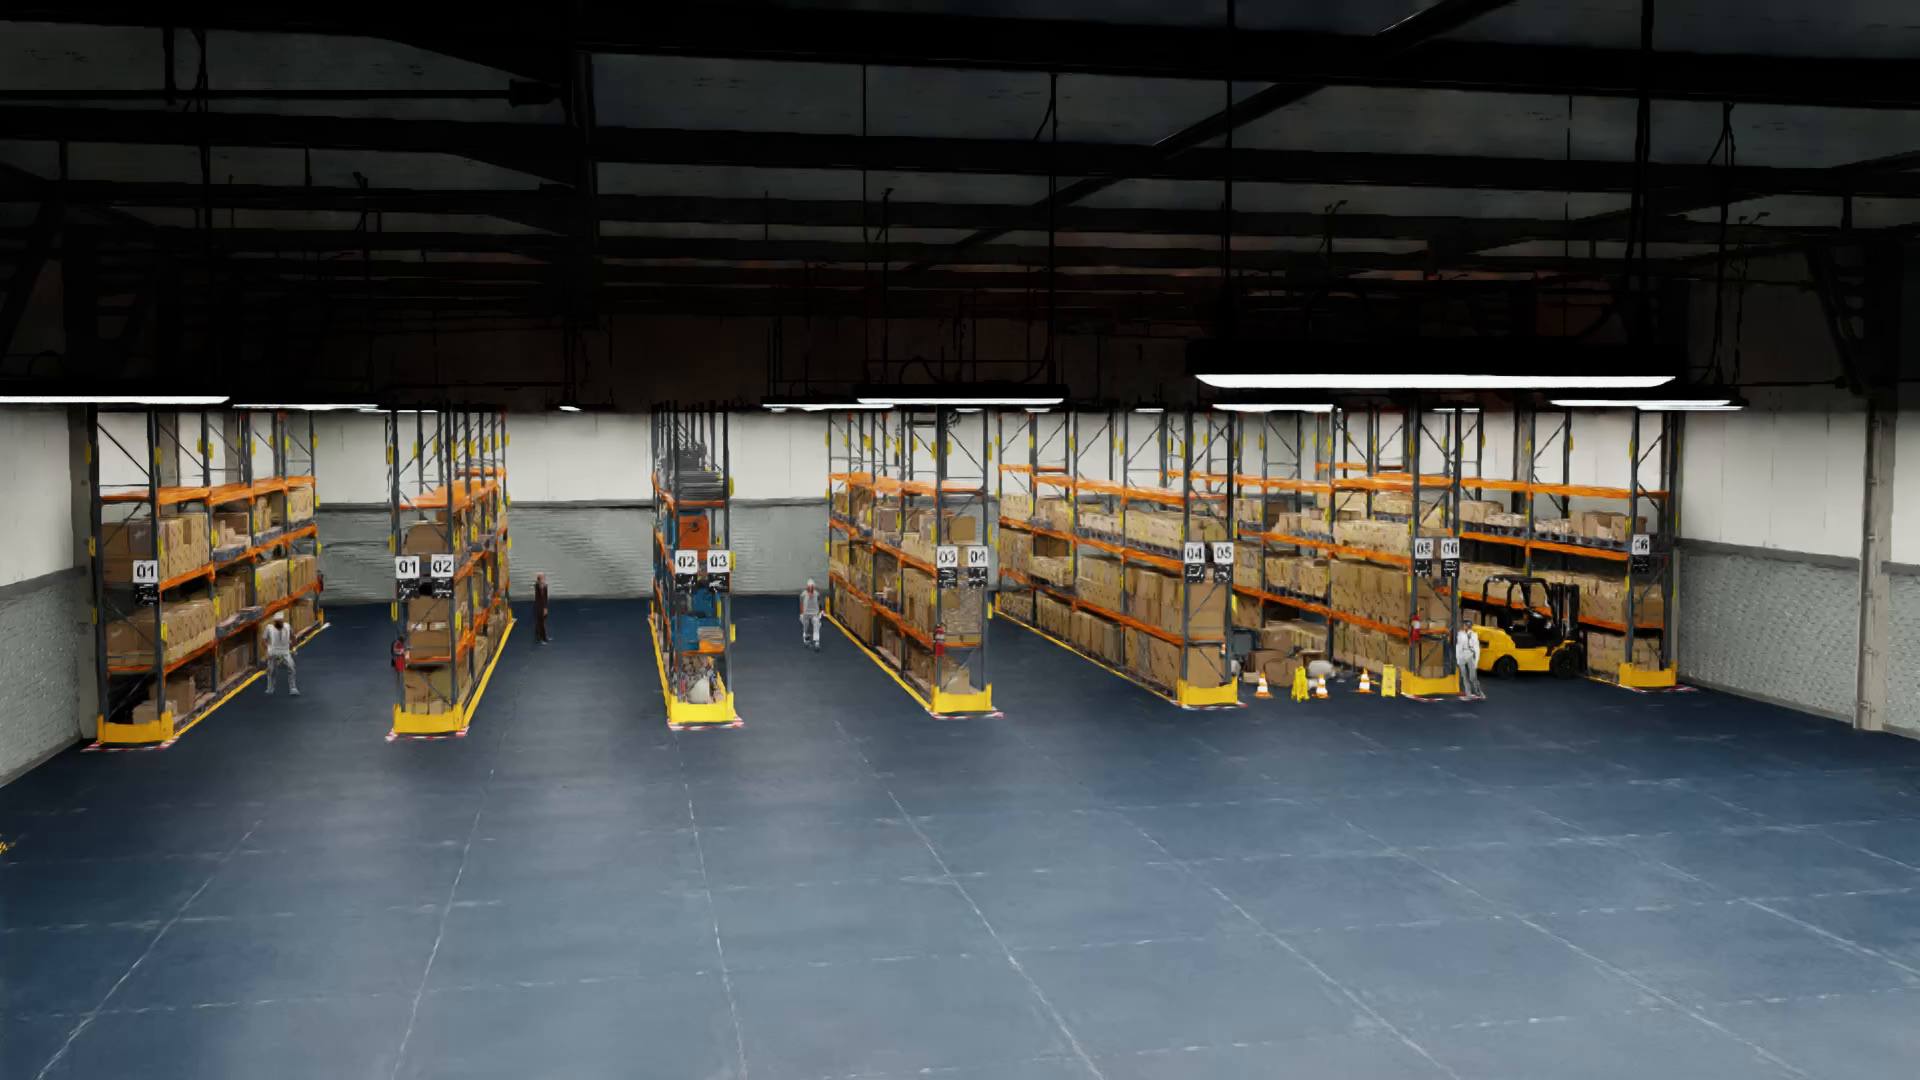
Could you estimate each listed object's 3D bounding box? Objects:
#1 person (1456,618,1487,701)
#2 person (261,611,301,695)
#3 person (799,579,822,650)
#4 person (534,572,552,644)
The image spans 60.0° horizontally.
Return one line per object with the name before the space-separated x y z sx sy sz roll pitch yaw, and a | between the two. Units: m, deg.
person | 10.168 2.385 33.162 0.420 1.659 0.620 -4 6 -44
person | -13.904 2.298 33.977 0.701 1.718 0.844 -2 5 -29
person | -3.640 1.801 40.523 0.553 1.709 1.123 -1 4 -10
person | -10.438 1.677 41.643 0.525 1.788 0.648 -2 5 -27
